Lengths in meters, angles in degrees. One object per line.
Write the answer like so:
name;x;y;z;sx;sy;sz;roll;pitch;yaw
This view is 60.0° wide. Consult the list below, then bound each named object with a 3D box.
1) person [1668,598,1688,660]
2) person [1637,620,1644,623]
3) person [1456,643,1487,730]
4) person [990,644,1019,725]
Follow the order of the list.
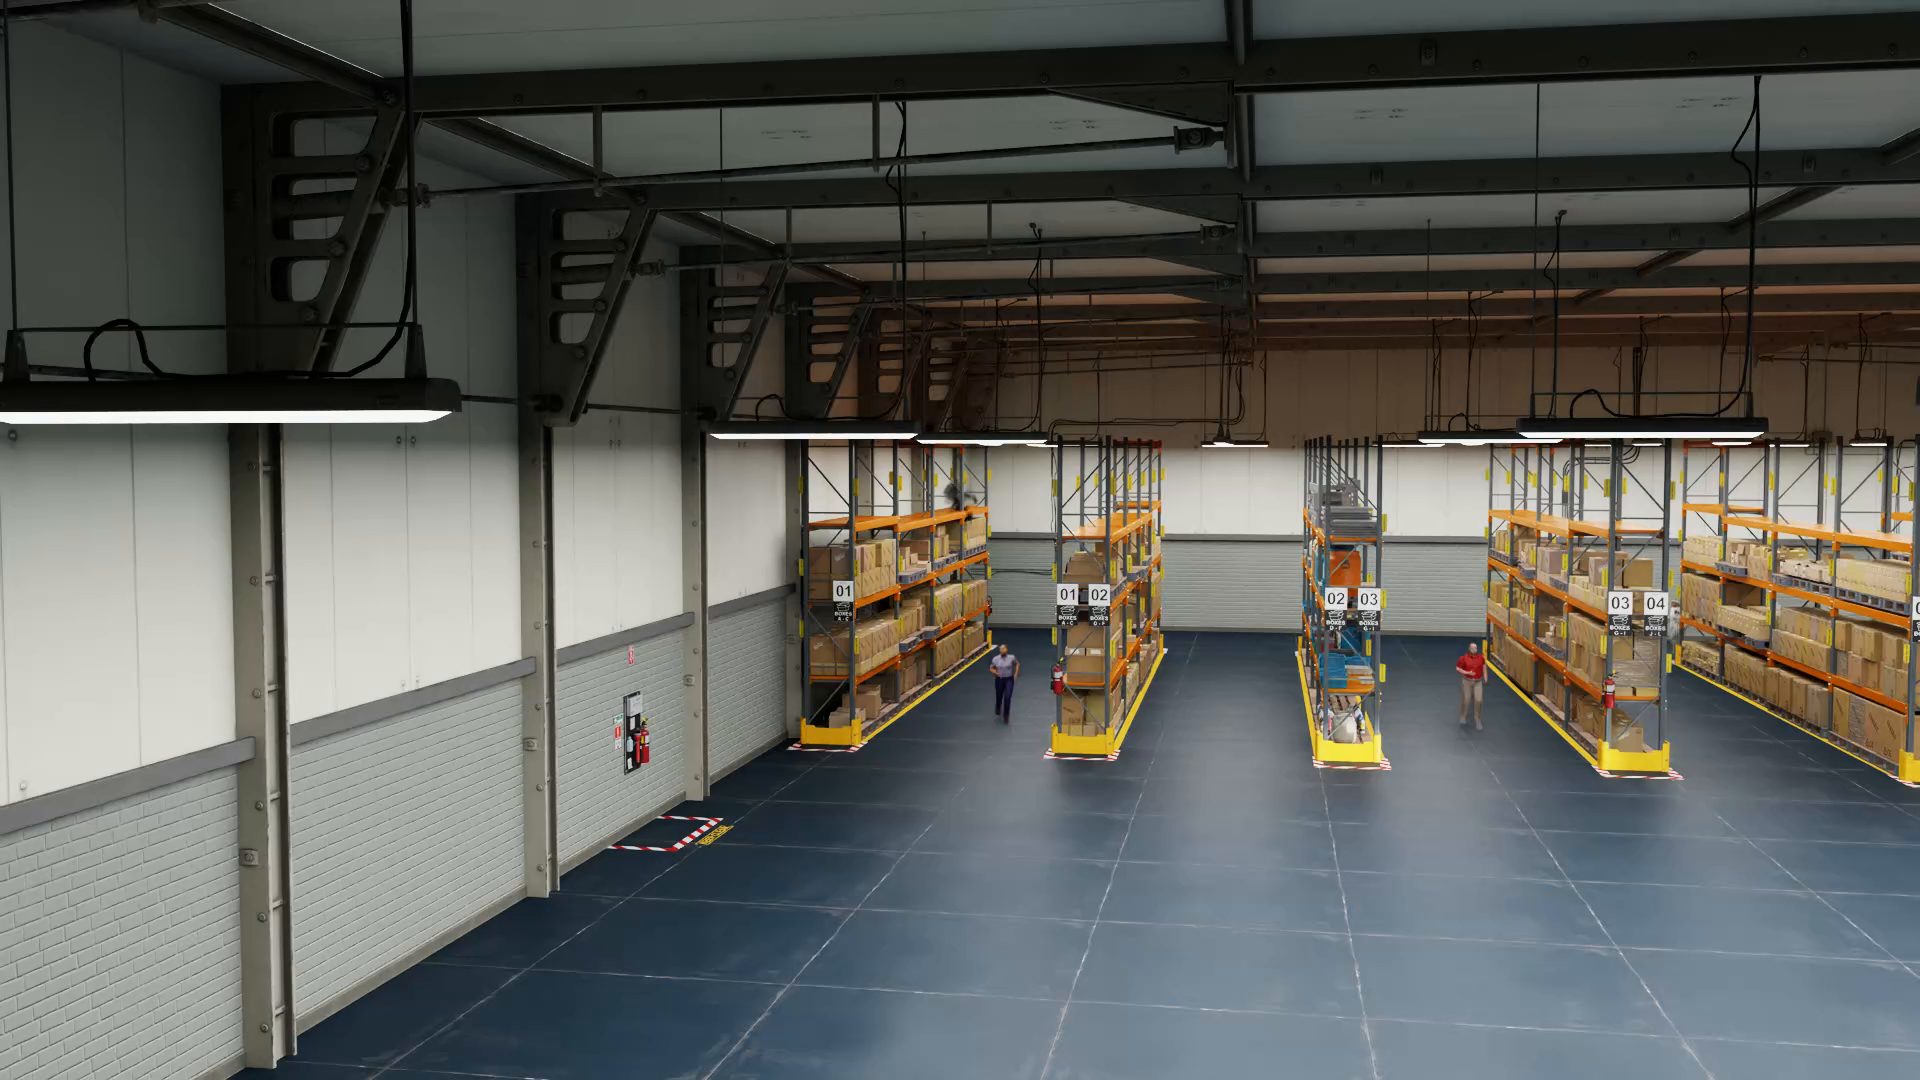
person;19.683;2.430;45.650;0.767;1.704;0.604;0;3;-8
person;18.694;2.436;45.671;0.651;1.749;0.829;-1;3;-22
person;10.568;3.015;34.355;0.678;1.805;0.795;0;3;1
person;0.942;3.014;35.116;0.615;1.655;0.914;0;3;4
